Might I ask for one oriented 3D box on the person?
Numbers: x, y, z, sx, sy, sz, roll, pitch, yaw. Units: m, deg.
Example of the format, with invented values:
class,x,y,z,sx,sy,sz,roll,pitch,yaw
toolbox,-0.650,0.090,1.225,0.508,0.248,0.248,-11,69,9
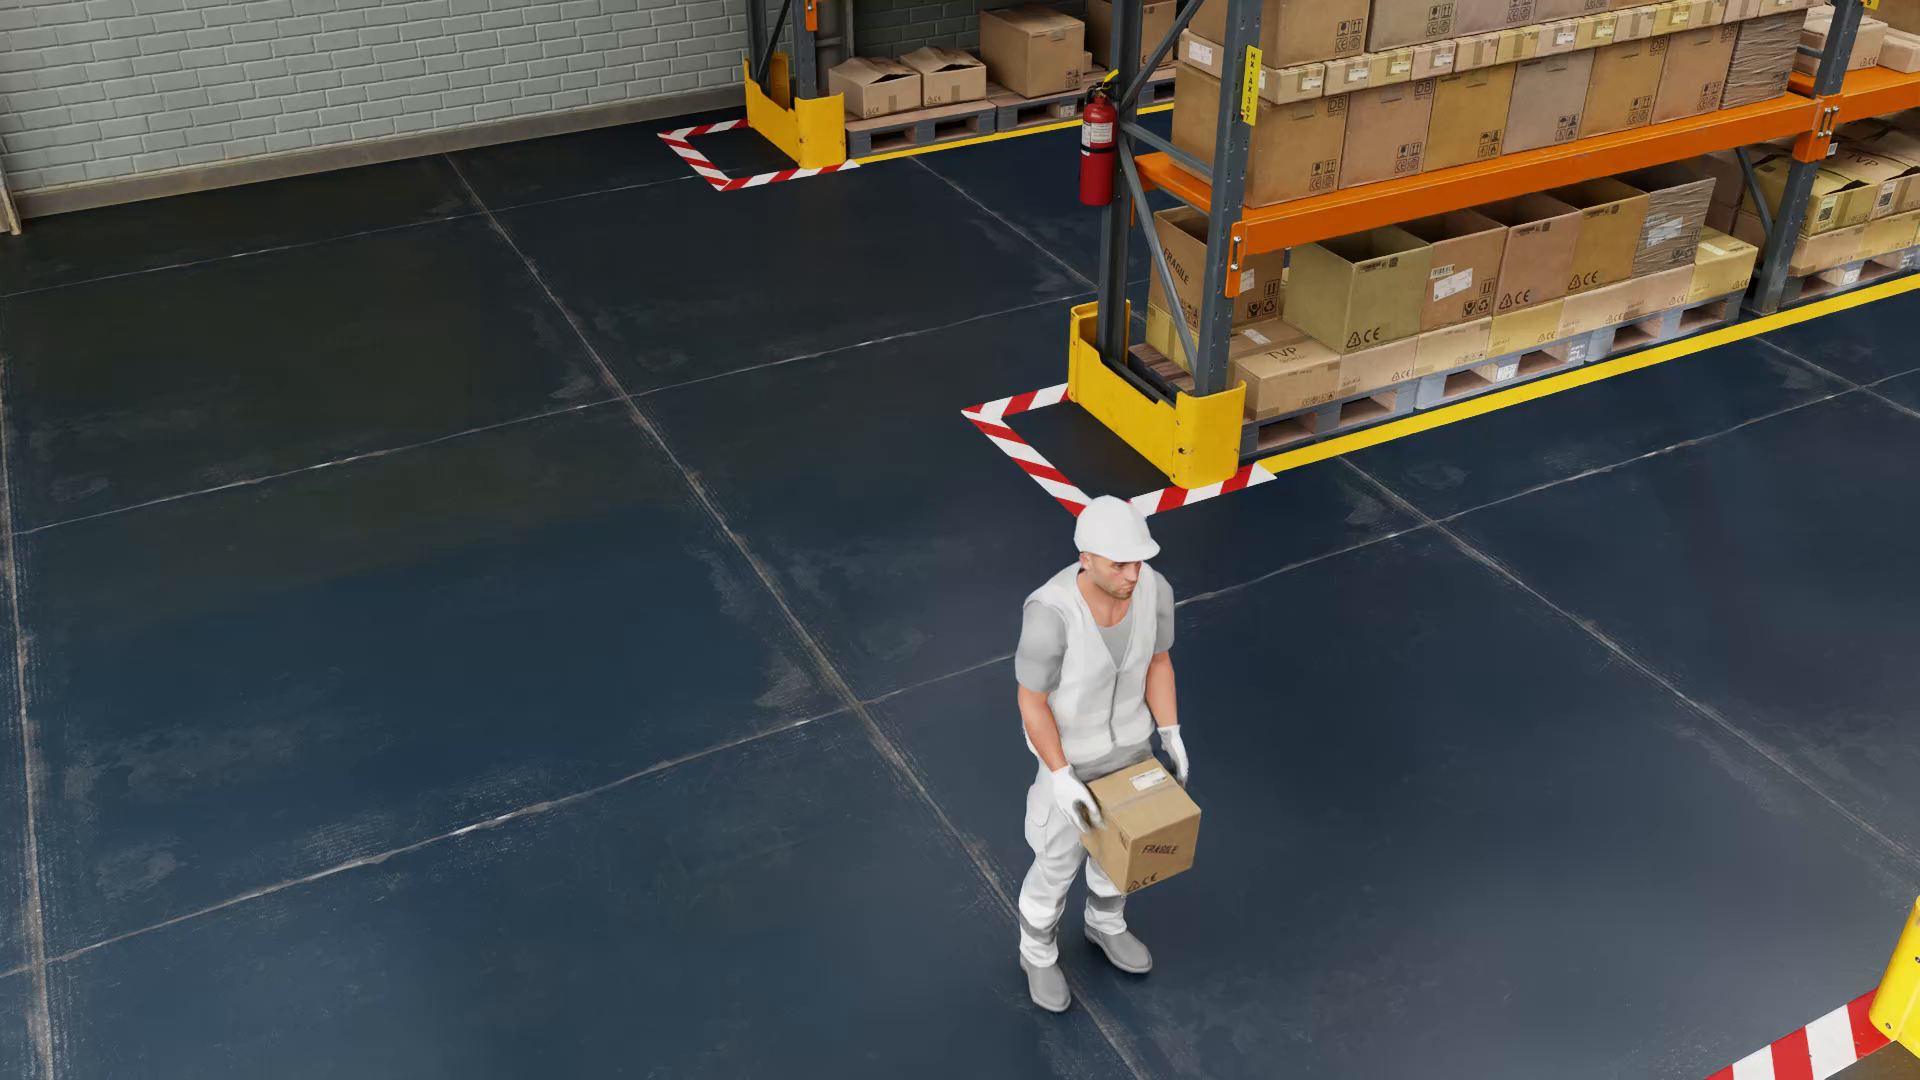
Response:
class,x,y,z,sx,sy,sz,roll,pitch,yaw
person,0.429,0.654,5.099,0.537,1.791,0.449,-17,36,-24
